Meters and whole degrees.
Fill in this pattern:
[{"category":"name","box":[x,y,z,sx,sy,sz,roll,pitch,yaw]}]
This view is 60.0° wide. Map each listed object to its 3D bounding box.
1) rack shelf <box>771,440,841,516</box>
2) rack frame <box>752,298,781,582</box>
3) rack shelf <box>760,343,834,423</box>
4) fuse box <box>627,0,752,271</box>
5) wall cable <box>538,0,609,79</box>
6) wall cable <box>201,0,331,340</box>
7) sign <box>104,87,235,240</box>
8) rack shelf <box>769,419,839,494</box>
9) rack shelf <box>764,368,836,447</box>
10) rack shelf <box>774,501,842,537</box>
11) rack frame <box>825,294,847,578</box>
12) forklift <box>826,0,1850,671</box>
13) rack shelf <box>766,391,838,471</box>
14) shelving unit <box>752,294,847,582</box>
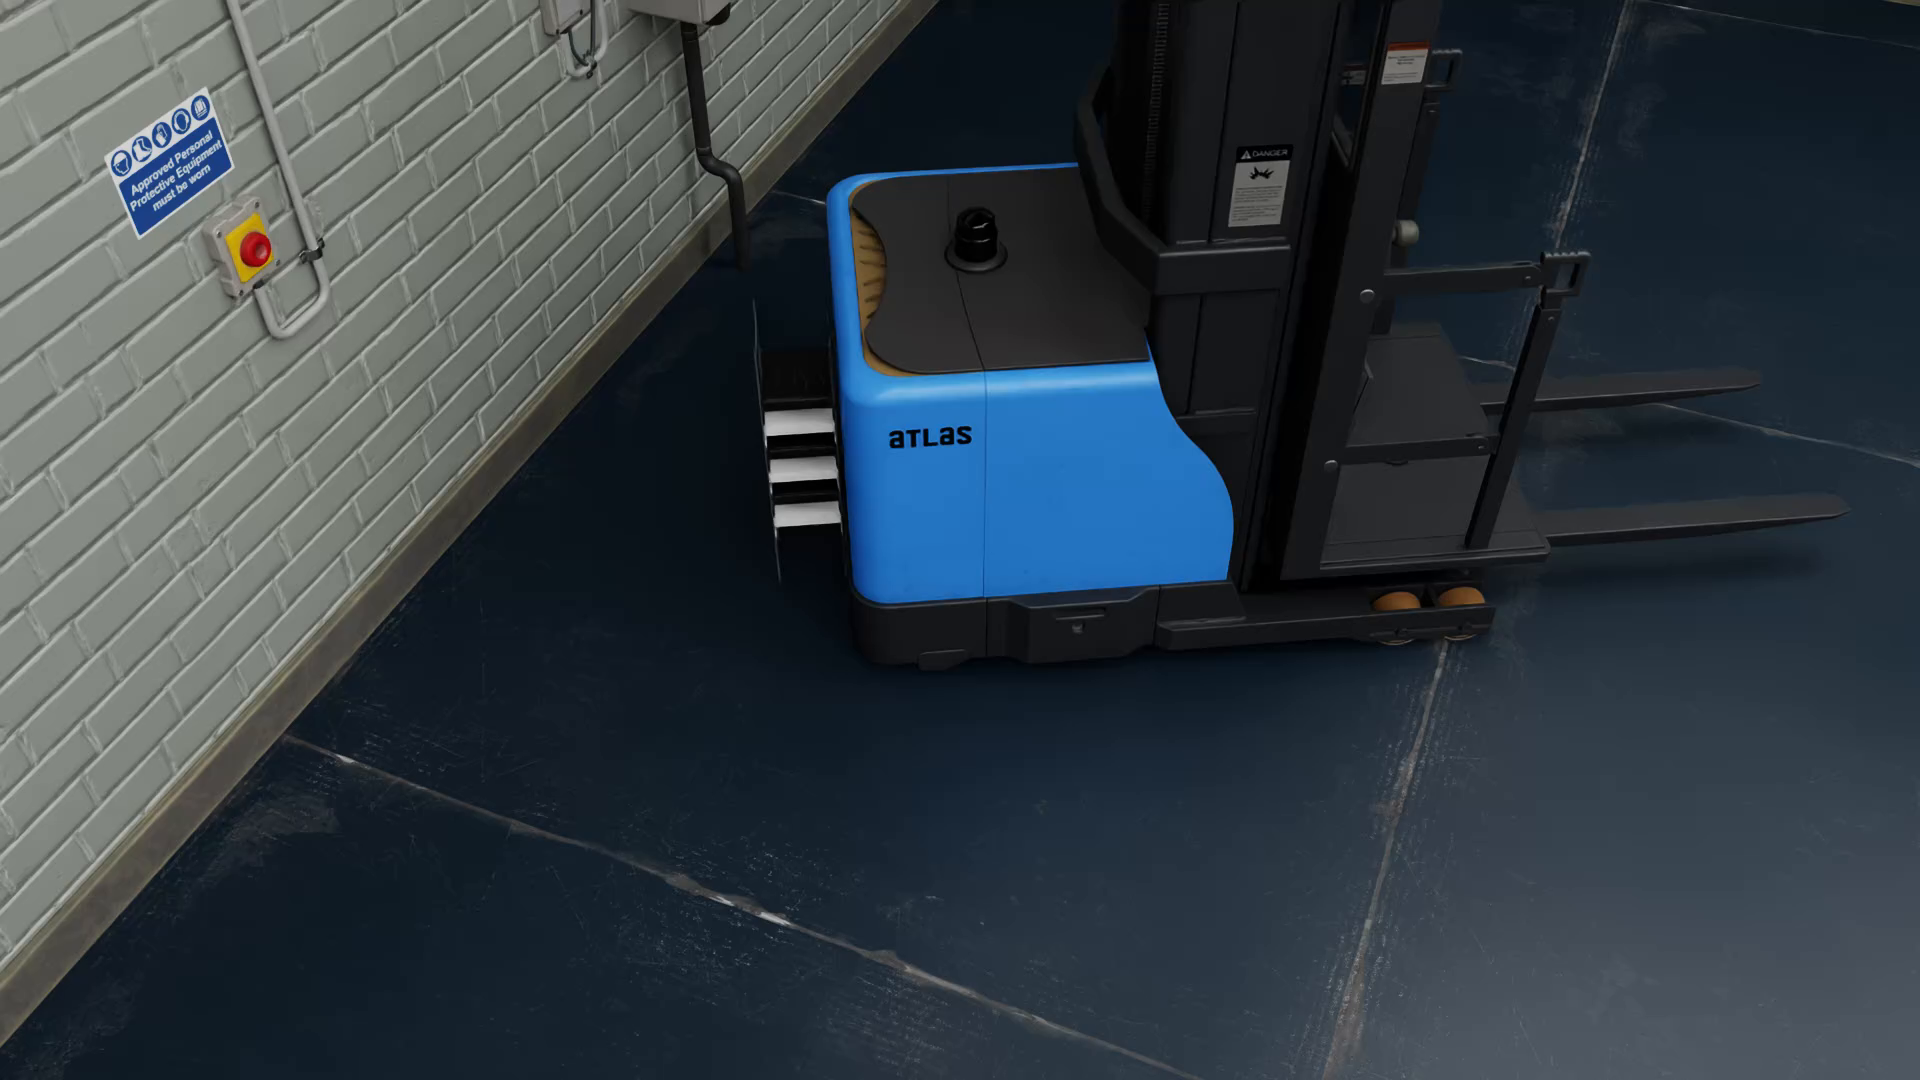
[{"category":"rack shelf","box":[-0.465,-0.193,4.980,0.200,0.077,0.258,-4,45,-4]},{"category":"rack frame","box":[-0.566,-0.273,4.886,0.006,0.900,0.240,-4,45,-4]},{"category":"rack shelf","box":[-0.465,-0.448,4.726,0.200,0.077,0.258,-4,45,-4]},{"category":"fuse box","box":[-0.781,-1.652,5.697,0.414,1.711,0.539,16,47,16]},{"category":"wall cable","box":[-1.189,-2.068,4.481,0.122,1.984,0.588,16,47,16]},{"category":"wall cable","box":[-1.724,-1.152,3.539,0.123,1.953,0.585,16,47,16]},{"category":"sign","box":[-1.799,-0.862,3.798,0.001,0.218,0.327,16,47,16]},{"category":"rack shelf","box":[-0.465,-0.256,4.917,0.200,0.077,0.258,-4,45,-4]},{"category":"rack shelf","box":[-0.465,-0.384,4.790,0.200,0.077,0.258,-4,45,-4]},{"category":"rack shelf","box":[-0.465,-0.129,5.044,0.200,0.077,0.258,-4,45,-4]},{"category":"rack frame","box":[-0.364,-0.287,4.901,0.006,0.900,0.240,-4,45,-4]},{"category":"forklift","box":[1.153,-1.097,4.274,3.031,2.935,1.130,-4,45,-4]},{"category":"rack shelf","box":[-0.465,-0.320,4.853,0.200,0.077,0.258,-4,45,-4]},{"category":"shelving unit","box":[-0.465,-0.280,4.893,0.210,0.900,0.258,-4,45,-4]}]
